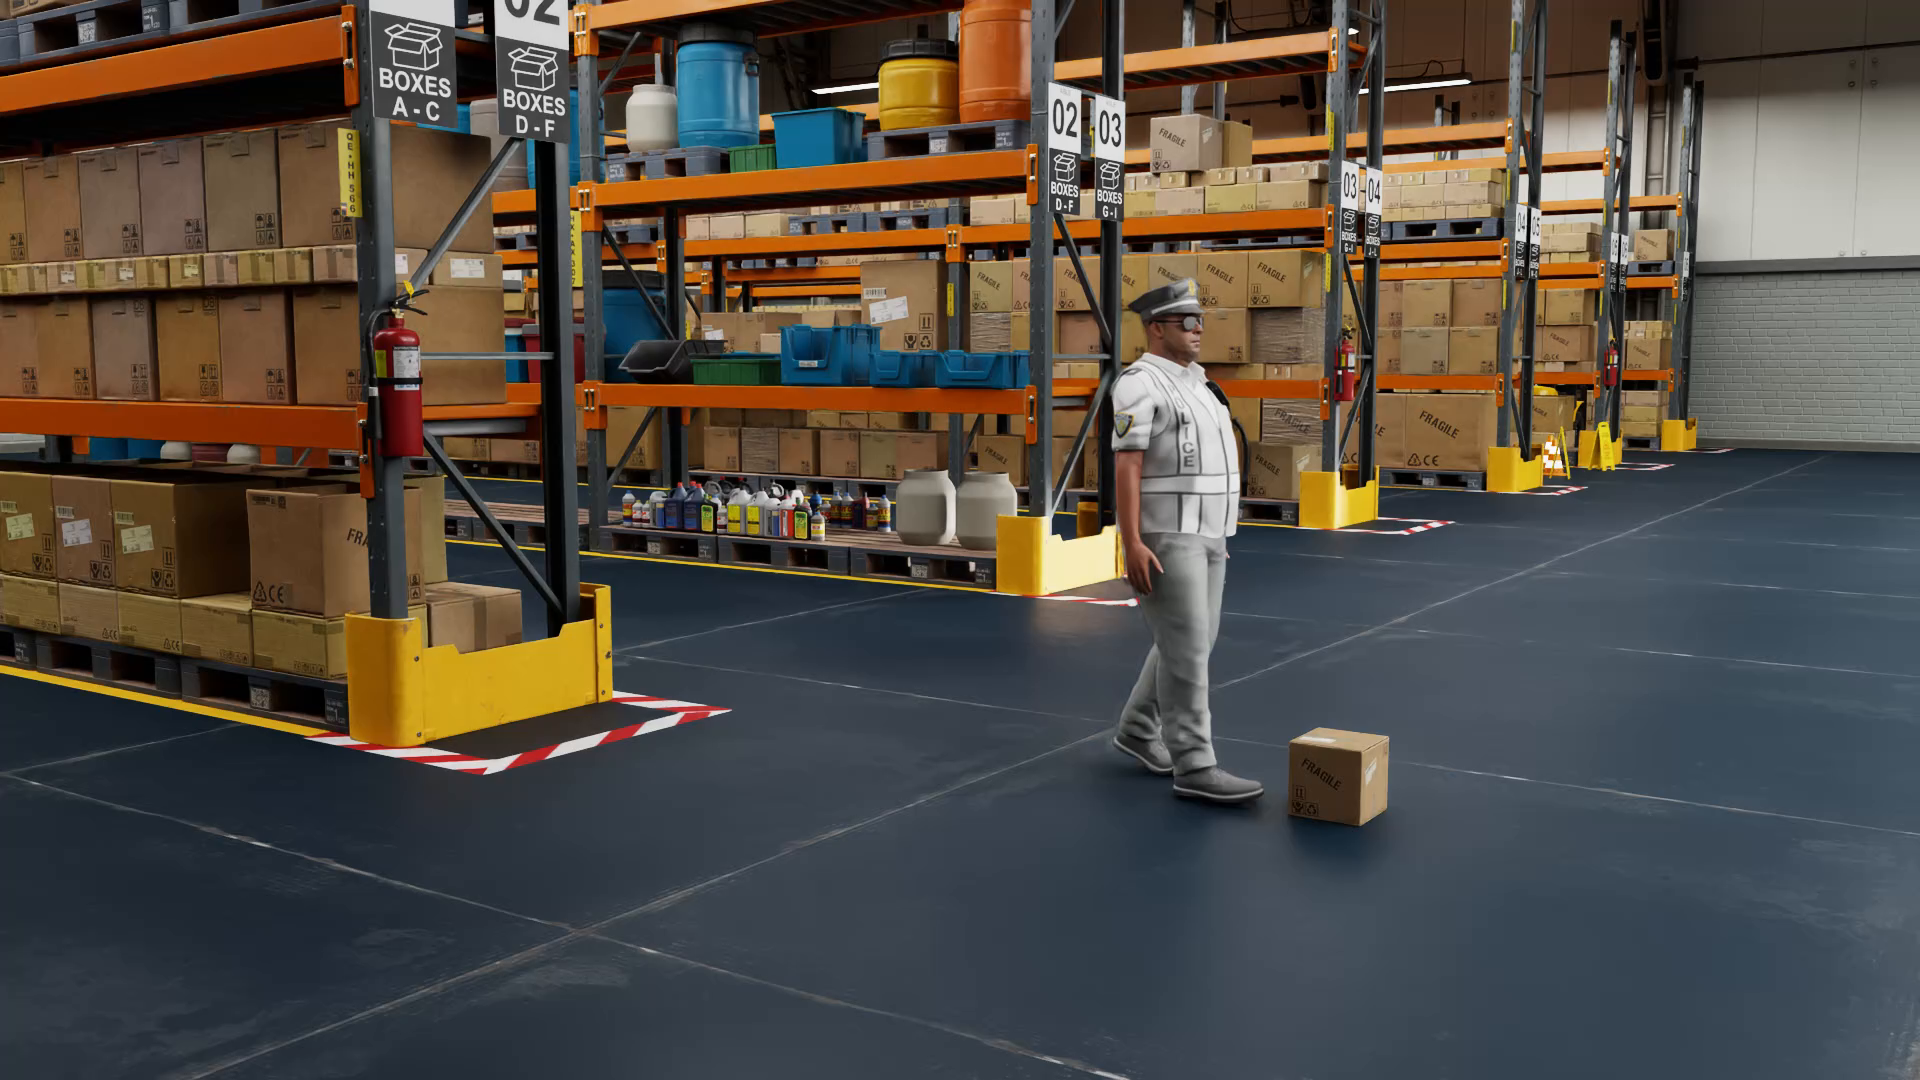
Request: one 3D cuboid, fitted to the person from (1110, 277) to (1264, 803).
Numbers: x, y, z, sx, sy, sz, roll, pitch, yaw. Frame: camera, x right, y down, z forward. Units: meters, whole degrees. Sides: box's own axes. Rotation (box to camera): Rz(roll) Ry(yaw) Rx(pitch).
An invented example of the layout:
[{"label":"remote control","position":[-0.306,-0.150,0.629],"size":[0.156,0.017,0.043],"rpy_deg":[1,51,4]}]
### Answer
[{"label":"person","position":[0.779,-0.017,5.750],"size":[0.711,1.764,0.556],"rpy_deg":[5,8,36]}]
